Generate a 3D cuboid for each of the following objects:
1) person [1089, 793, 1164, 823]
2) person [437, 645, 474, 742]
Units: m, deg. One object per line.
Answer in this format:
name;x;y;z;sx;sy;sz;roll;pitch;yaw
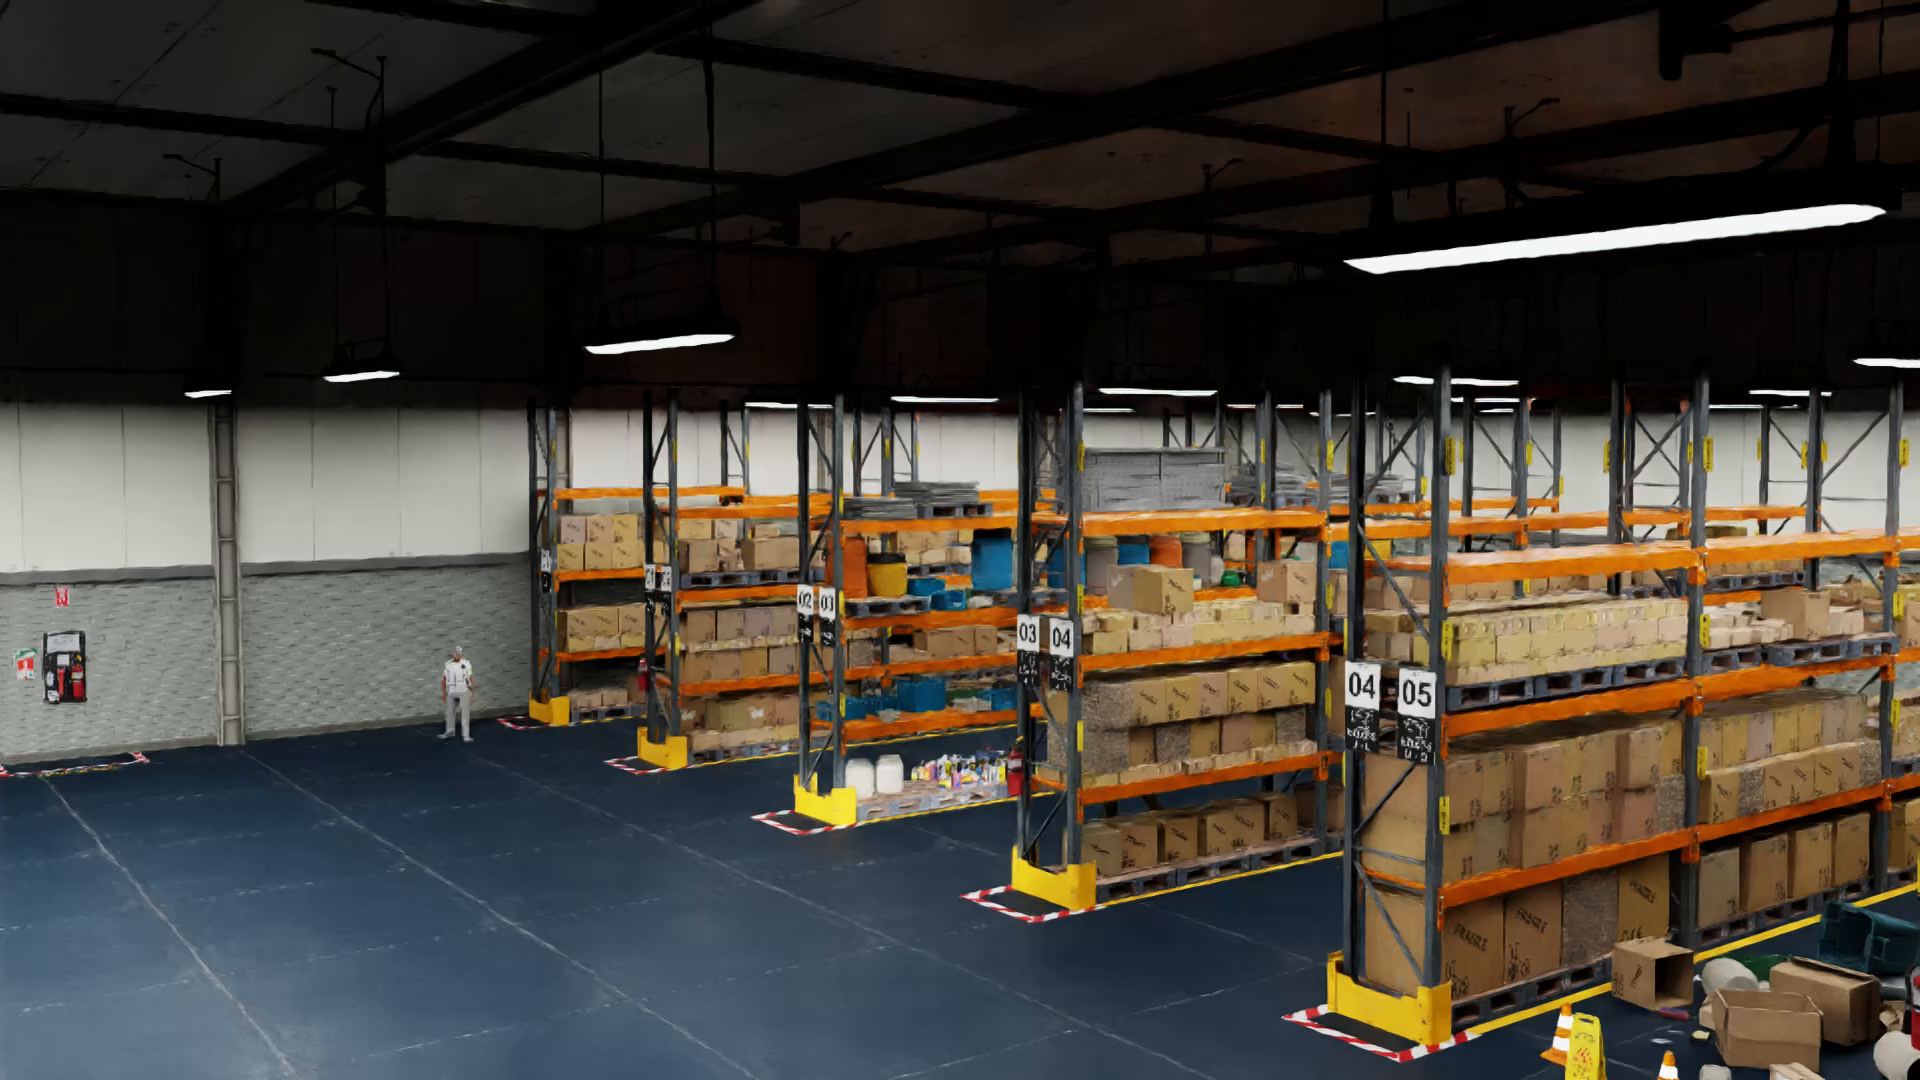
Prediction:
person;2.278;3.042;22.183;1.045;1.629;0.634;-1;4;-16
person;-8.750;2.642;28.778;0.686;1.662;0.476;0;3;1
